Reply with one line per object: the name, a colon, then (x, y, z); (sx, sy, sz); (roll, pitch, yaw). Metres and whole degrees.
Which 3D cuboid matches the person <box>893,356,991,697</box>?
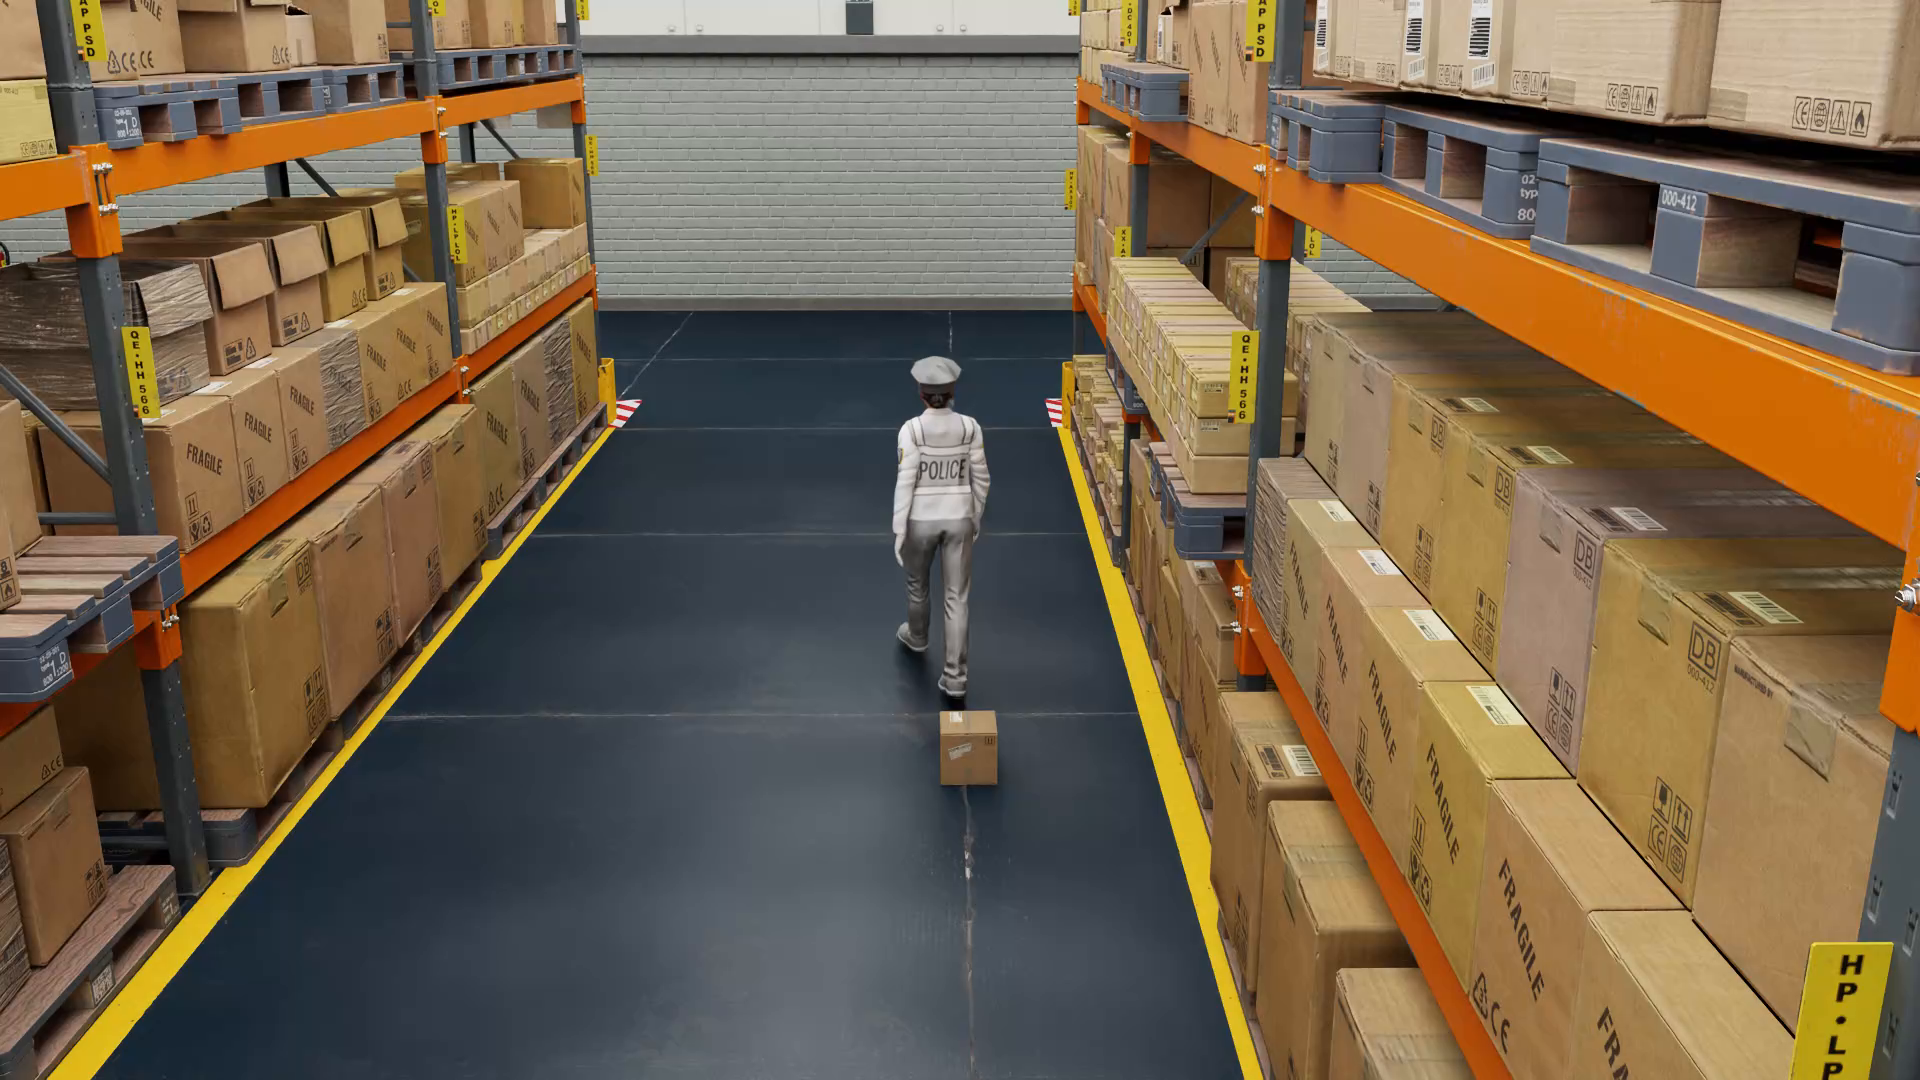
person: (-0.099, -0.111, 8.359); (0.515, 1.610, 1.013); (-3, 17, -8)
